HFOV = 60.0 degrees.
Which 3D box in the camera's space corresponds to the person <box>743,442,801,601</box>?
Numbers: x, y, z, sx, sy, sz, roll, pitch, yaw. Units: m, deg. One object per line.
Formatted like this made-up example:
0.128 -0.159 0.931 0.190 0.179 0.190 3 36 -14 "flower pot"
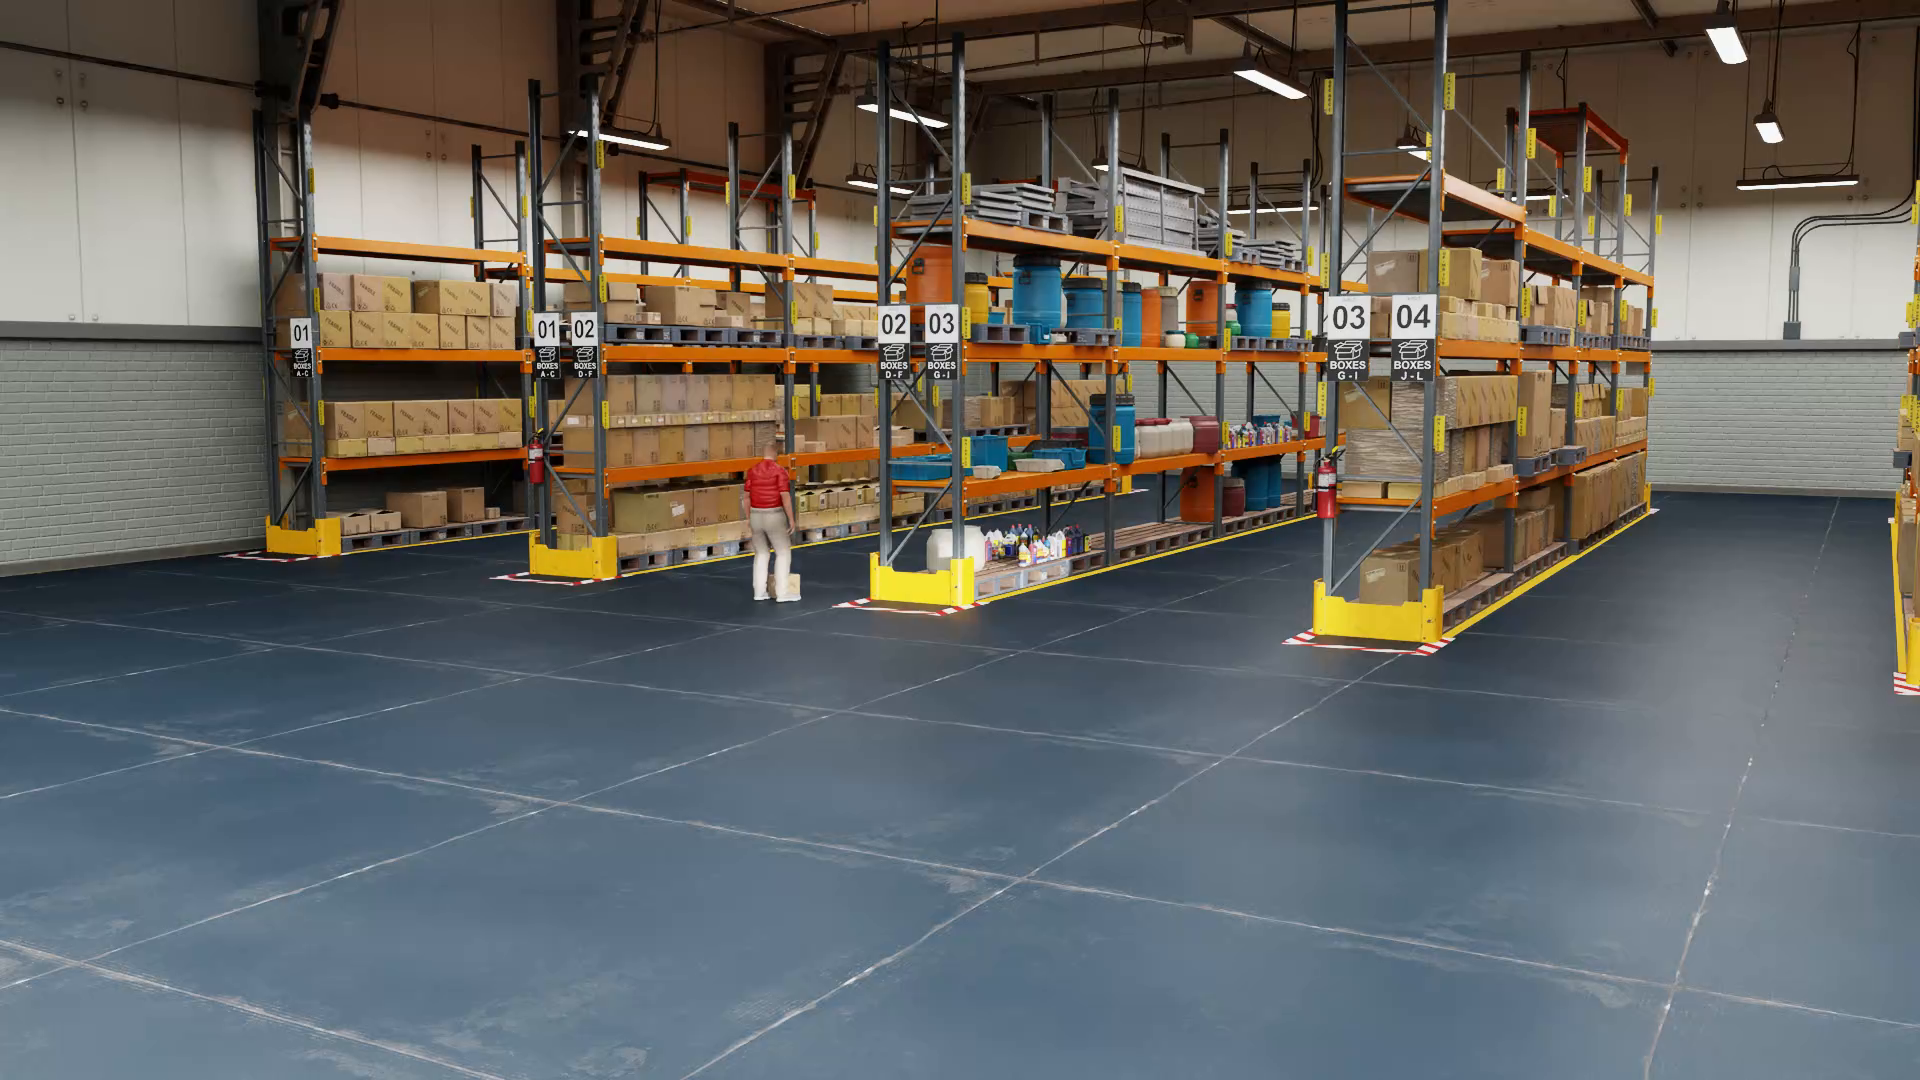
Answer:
-2.073 -0.202 18.148 0.606 1.727 0.387 3 7 25 "person"
